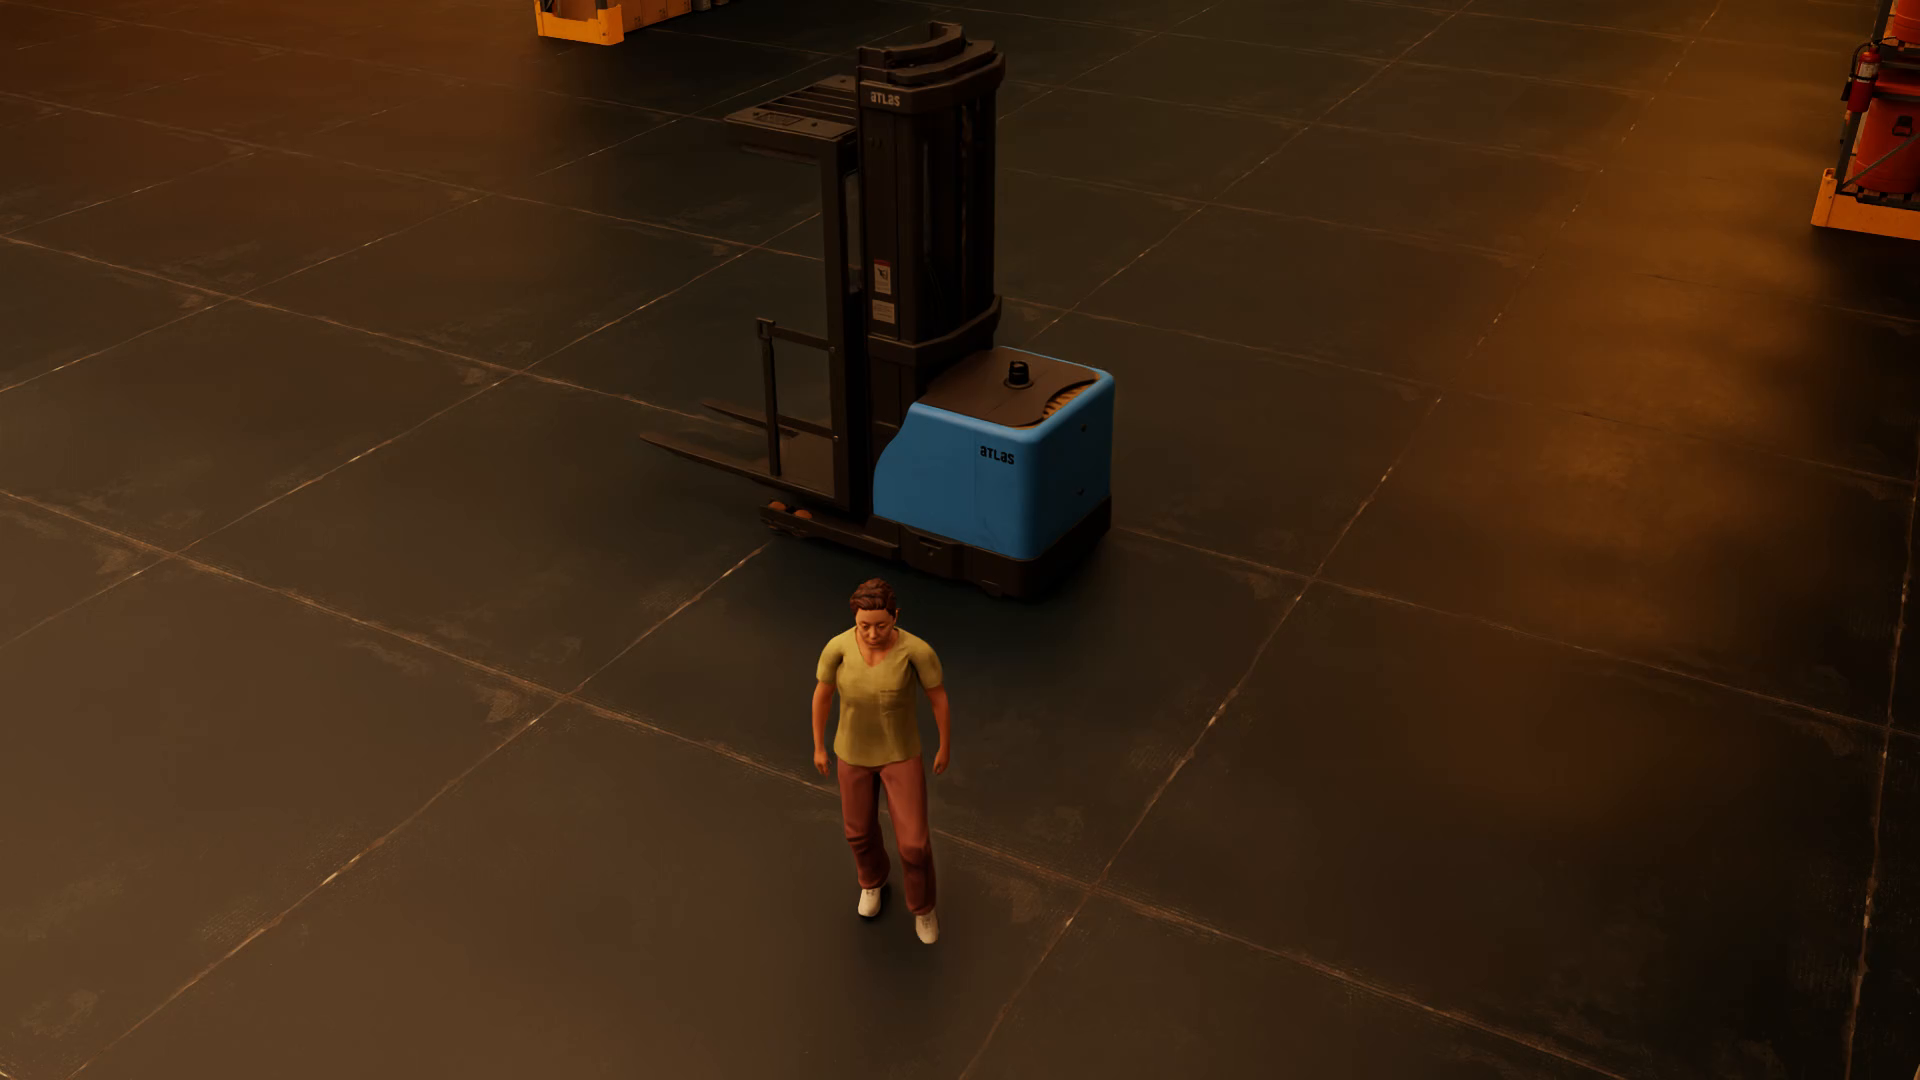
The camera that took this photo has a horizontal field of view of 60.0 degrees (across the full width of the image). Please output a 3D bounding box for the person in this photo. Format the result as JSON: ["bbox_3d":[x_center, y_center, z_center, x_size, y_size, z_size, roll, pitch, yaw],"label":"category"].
[{"bbox_3d":[-0.330,0.912,6.805,0.569,1.688,0.489,3,30,6],"label":"person"}]

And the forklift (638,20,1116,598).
[{"bbox_3d":[-0.616,-1.487,9.647,3.031,2.935,1.130,17,34,27],"label":"forklift"}]
